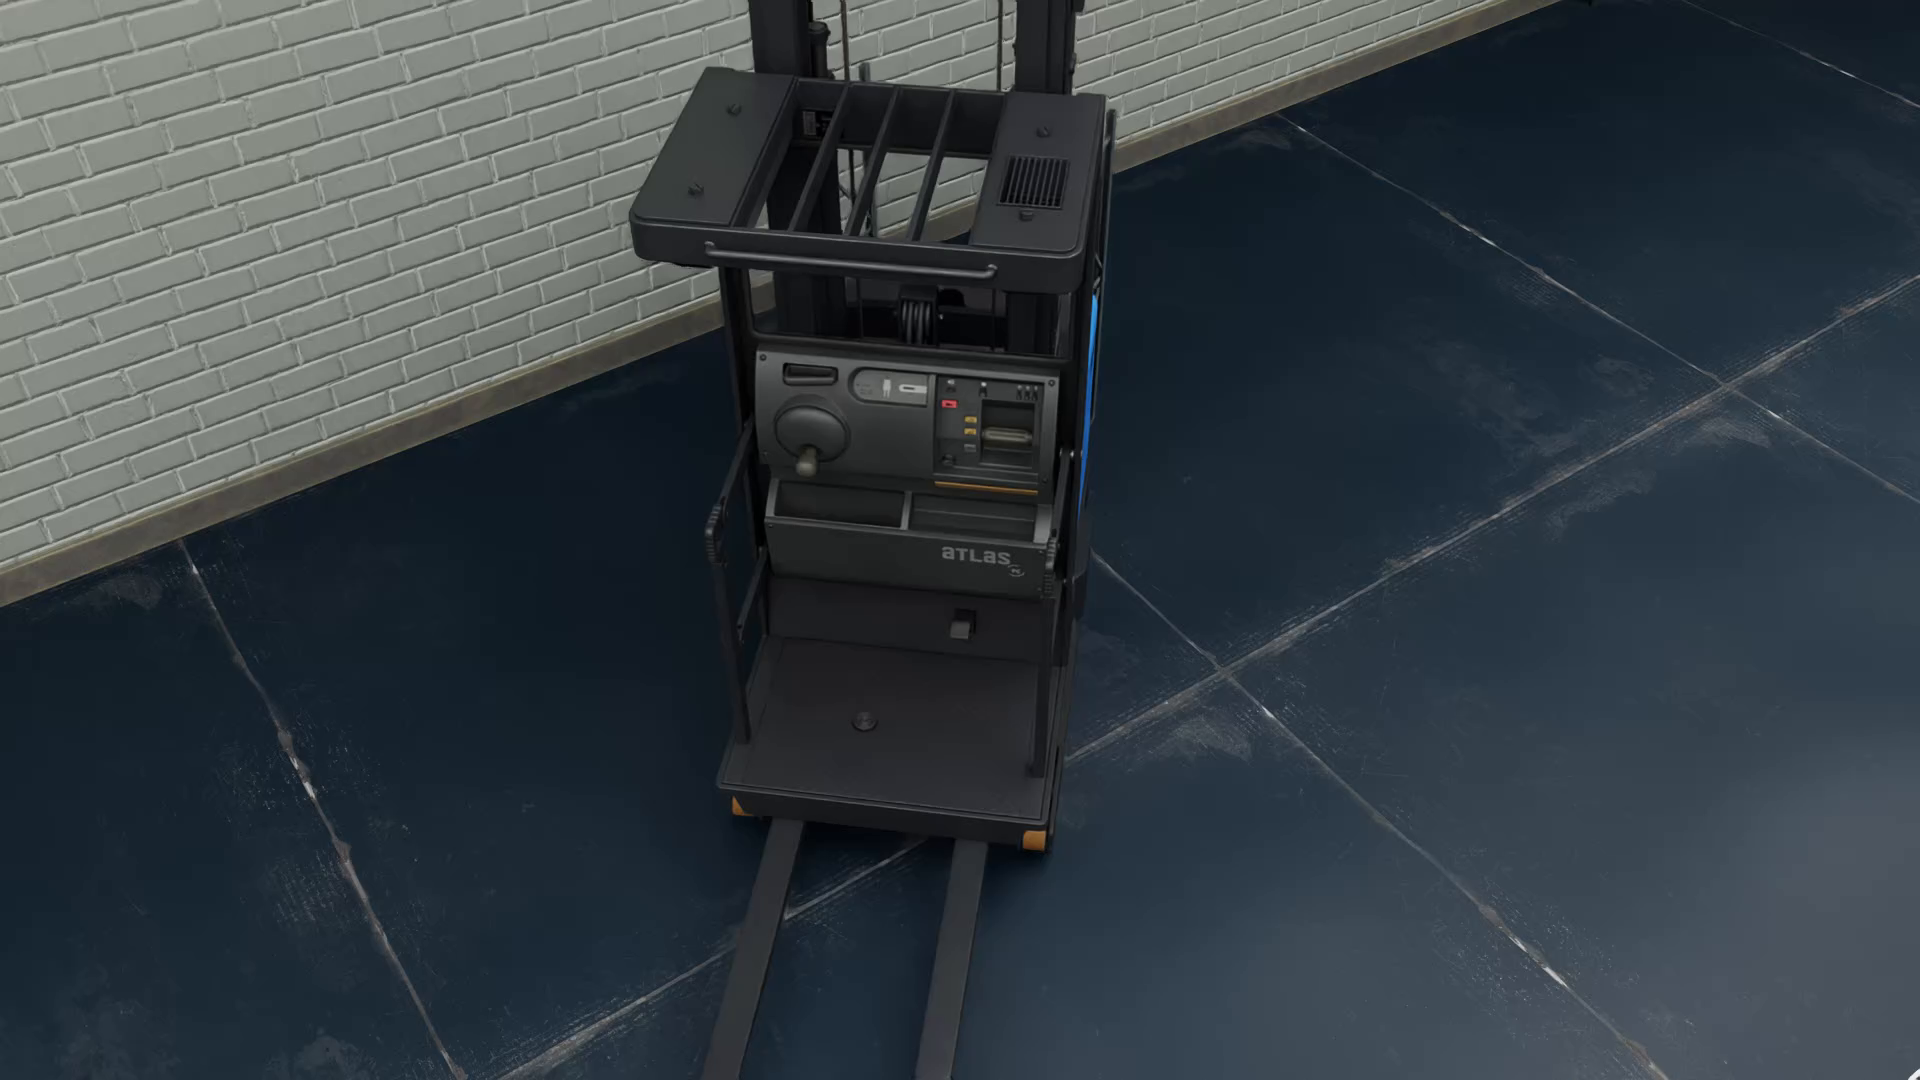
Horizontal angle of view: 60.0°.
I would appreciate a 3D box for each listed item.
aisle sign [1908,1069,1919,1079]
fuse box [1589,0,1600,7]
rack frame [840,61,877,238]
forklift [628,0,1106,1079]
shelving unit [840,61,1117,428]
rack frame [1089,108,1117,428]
[{"bbox_3d":[1.068,0.722,1.939,0.394,0.787,0.004,-26,49,-24],"label":"aisle sign"},{"bbox_3d":[3.920,-3.893,9.589,0.539,1.711,0.414,-26,49,-24],"label":"fuse box"},{"bbox_3d":[-0.458,-1.180,6.900,0.032,1.500,0.500,15,46,15],"label":"rack frame"},{"bbox_3d":[-0.194,-0.273,4.914,1.130,2.935,3.031,6,44,6],"label":"forklift"},{"bbox_3d":[0.017,-1.055,6.769,1.048,1.500,0.538,15,46,15],"label":"shelving unit"},{"bbox_3d":[0.492,-0.929,6.637,0.032,1.500,0.500,15,46,15],"label":"rack frame"}]
